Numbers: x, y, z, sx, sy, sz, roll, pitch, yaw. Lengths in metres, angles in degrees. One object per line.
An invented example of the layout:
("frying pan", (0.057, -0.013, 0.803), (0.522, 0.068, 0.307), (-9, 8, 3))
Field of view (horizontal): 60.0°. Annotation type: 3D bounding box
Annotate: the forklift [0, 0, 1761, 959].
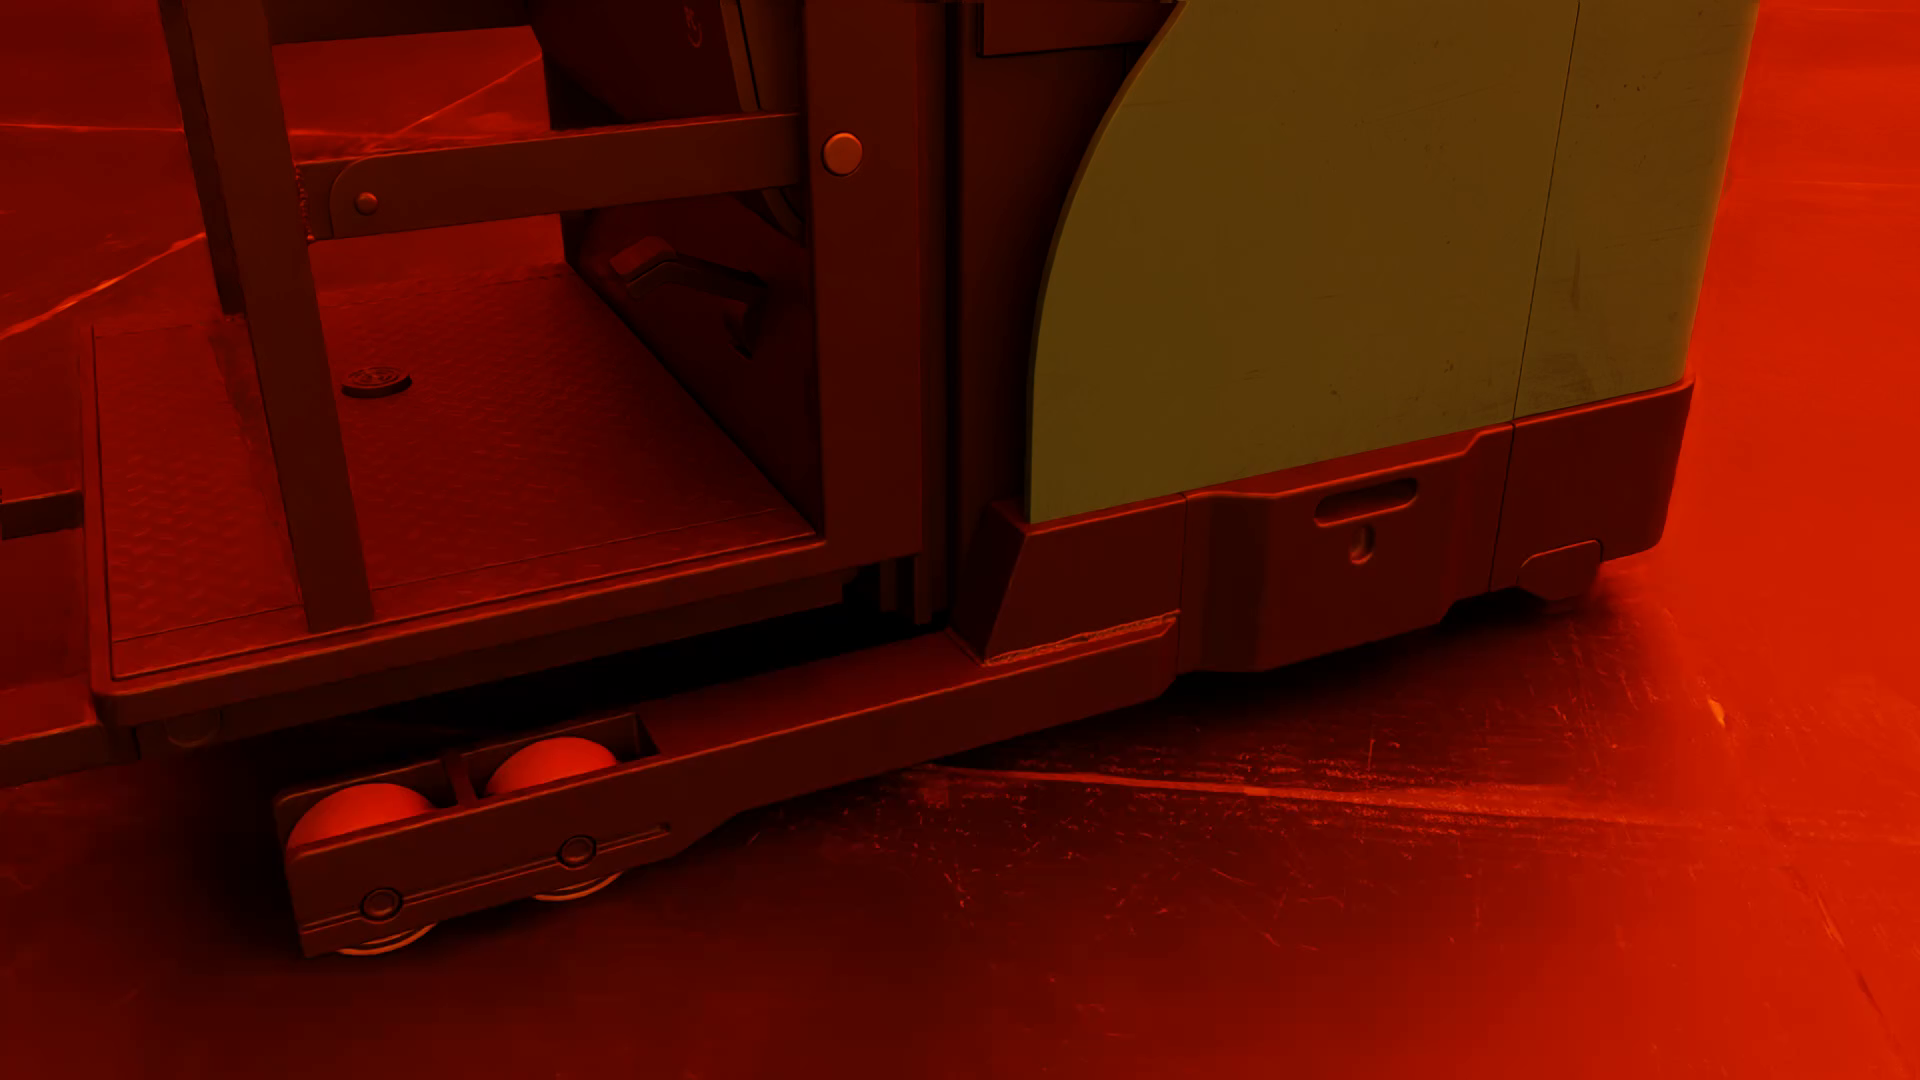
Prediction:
("forklift", (-0.554, -1.166, 1.553), (3.031, 2.935, 1.130), (-12, 29, -23))
